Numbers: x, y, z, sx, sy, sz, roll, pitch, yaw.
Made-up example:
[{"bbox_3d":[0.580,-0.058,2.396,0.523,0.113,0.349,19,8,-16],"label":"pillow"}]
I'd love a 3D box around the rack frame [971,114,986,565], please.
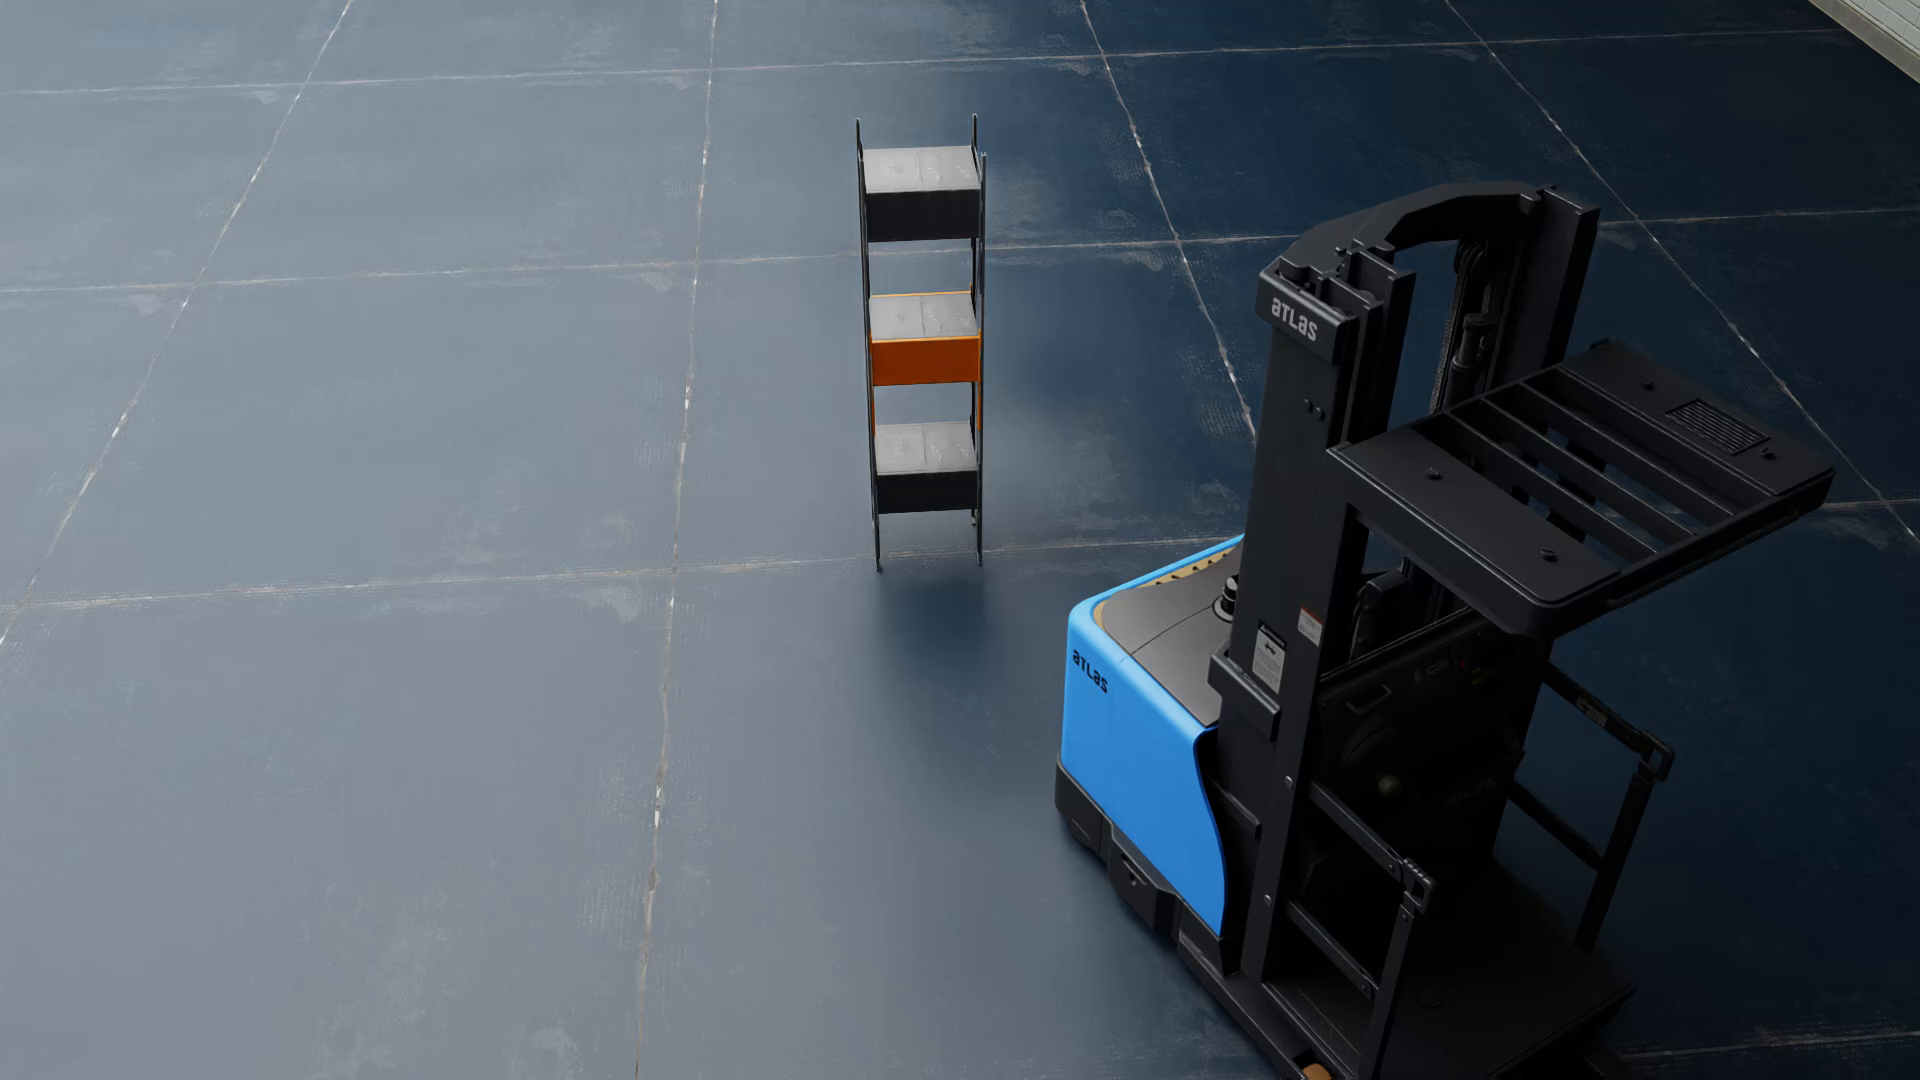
[{"bbox_3d":[0.078,-0.829,7.427,0.015,2.100,0.400,-3,38,-4],"label":"rack frame"}]

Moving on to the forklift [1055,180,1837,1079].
[{"bbox_3d":[1.579,0.553,5.004,1.130,2.935,3.031,-21,43,-24],"label":"forklift"}]

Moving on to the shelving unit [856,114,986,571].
[{"bbox_3d":[-0.165,-0.815,7.410,0.503,2.100,0.431,-3,38,-4],"label":"shelving unit"}]

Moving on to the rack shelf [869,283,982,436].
[{"bbox_3d":[-0.165,-0.805,7.419,0.480,0.518,0.431,-3,38,-4],"label":"rack shelf"}]

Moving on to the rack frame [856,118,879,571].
[{"bbox_3d":[-0.408,-0.802,7.393,0.015,2.100,0.400,-3,38,-4],"label":"rack frame"}]

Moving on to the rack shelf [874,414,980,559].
[{"bbox_3d":[-0.165,-0.255,7.852,0.480,0.518,0.431,-3,38,-4],"label":"rack shelf"}]

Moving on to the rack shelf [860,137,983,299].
[{"bbox_3d":[-0.165,-1.354,6.985,0.480,0.518,0.431,-3,38,-4],"label":"rack shelf"}]
